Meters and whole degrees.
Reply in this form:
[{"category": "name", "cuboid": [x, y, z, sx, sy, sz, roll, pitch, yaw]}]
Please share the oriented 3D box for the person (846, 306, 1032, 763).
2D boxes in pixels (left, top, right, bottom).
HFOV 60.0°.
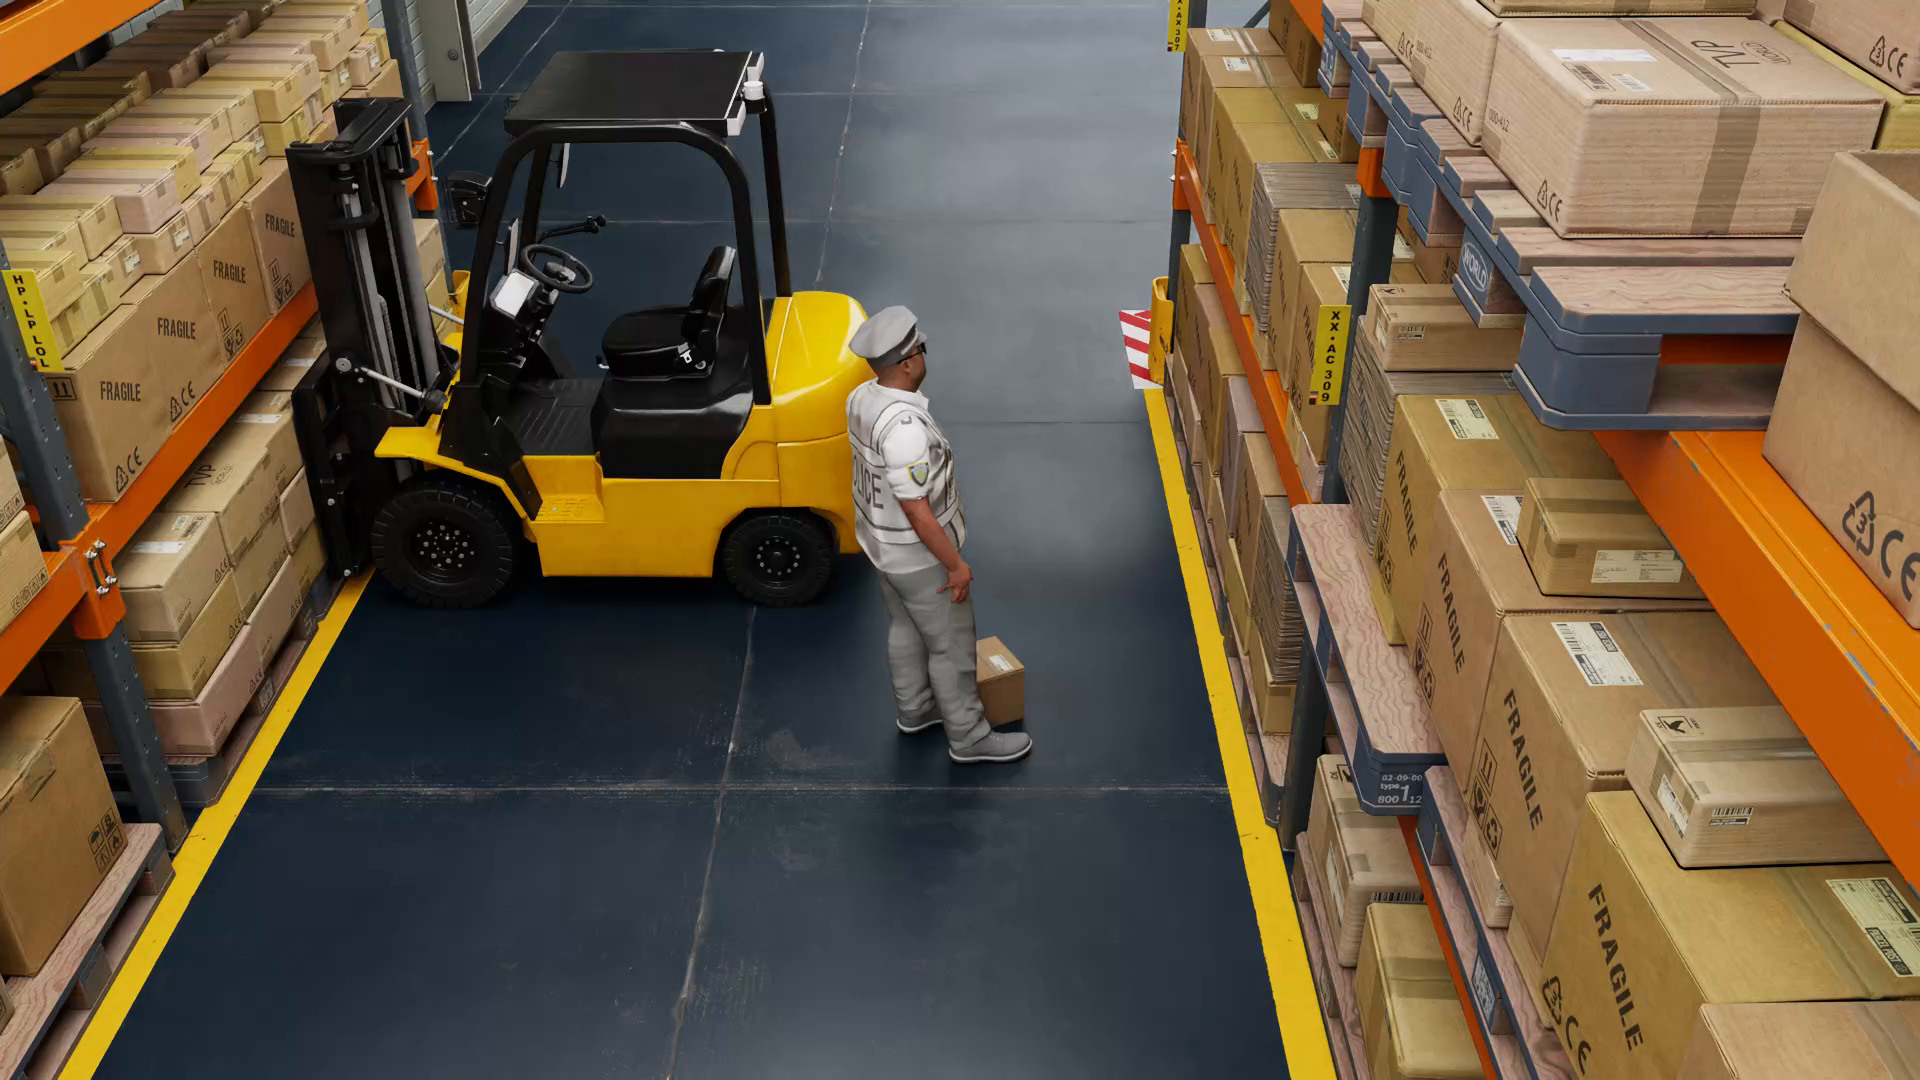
[{"category": "person", "cuboid": [-0.092, -0.019, 6.114, 0.575, 1.781, 0.640, -13, 34, -21]}]
